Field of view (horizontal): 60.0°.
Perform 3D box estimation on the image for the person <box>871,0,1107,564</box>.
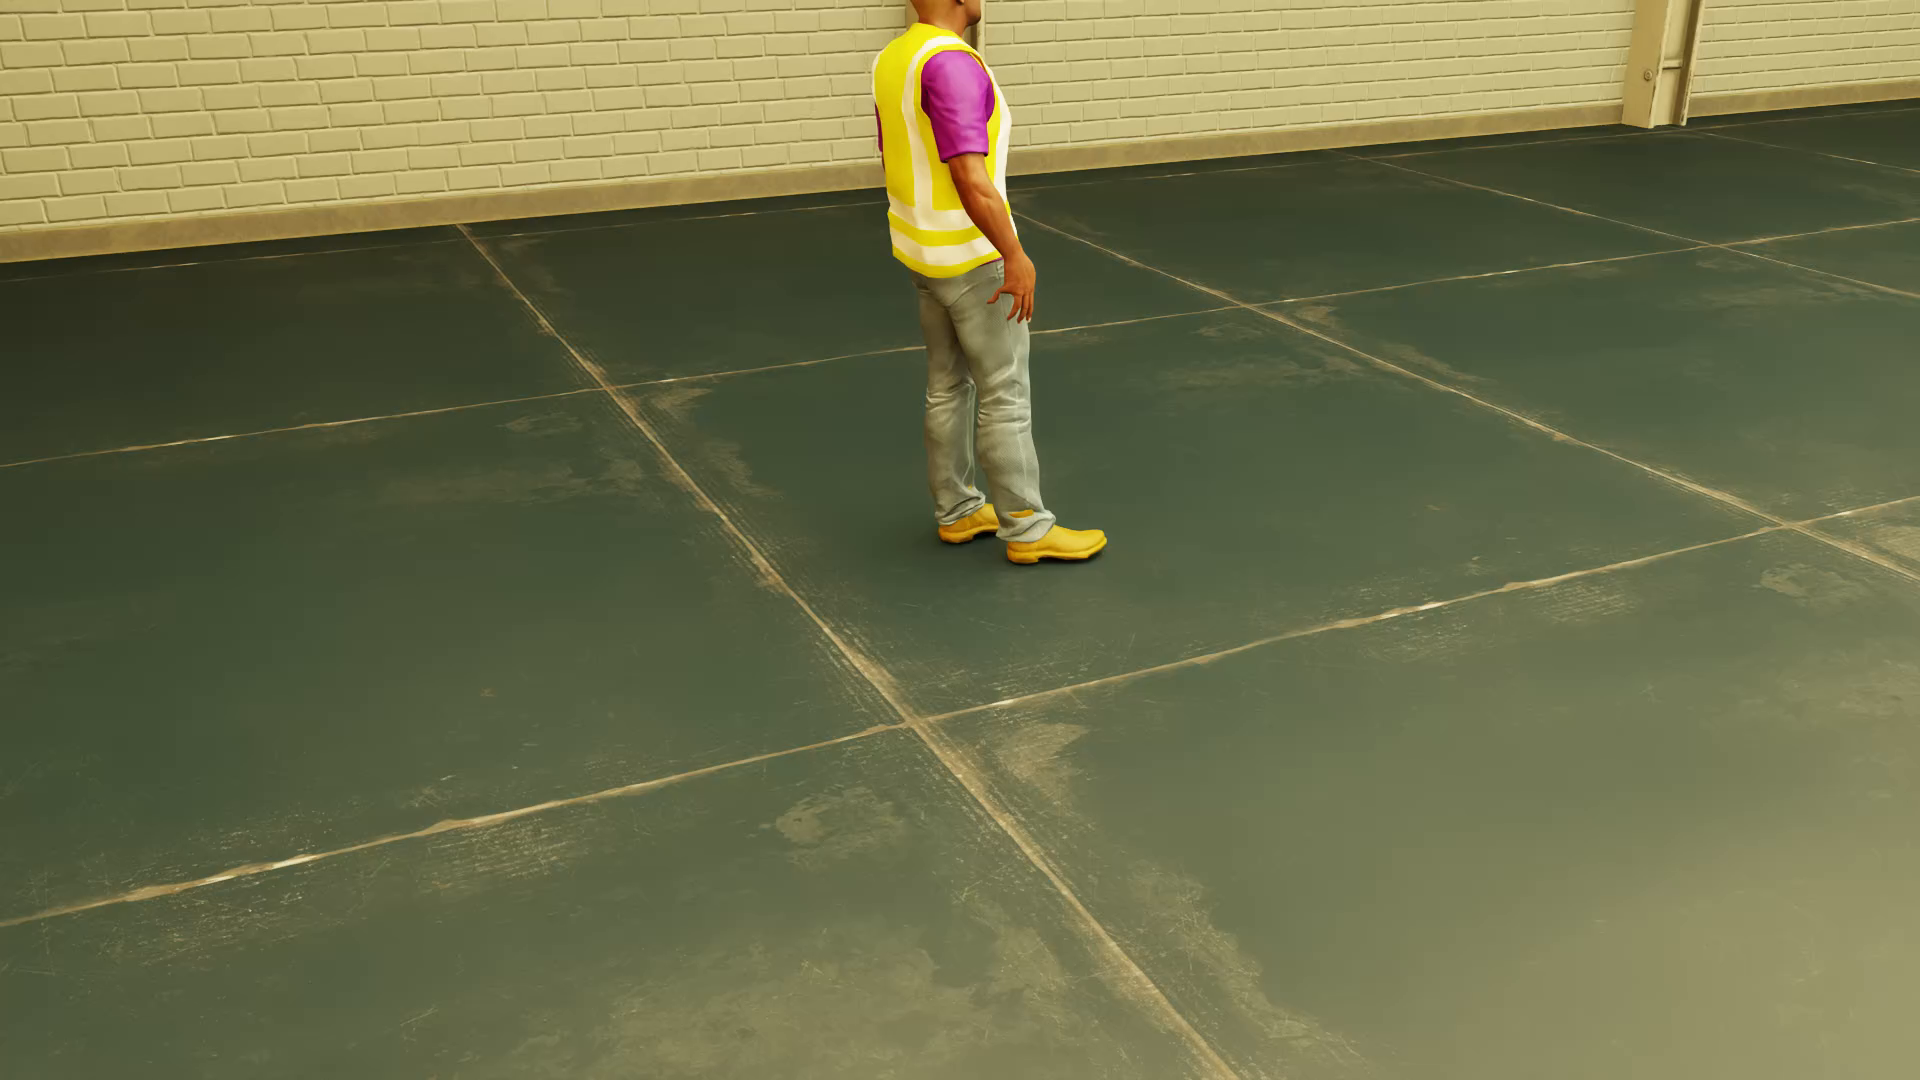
[{"bbox_3d":[0.065,-0.832,4.787,0.577,1.765,0.665,-10,25,-23],"label":"person"}]
